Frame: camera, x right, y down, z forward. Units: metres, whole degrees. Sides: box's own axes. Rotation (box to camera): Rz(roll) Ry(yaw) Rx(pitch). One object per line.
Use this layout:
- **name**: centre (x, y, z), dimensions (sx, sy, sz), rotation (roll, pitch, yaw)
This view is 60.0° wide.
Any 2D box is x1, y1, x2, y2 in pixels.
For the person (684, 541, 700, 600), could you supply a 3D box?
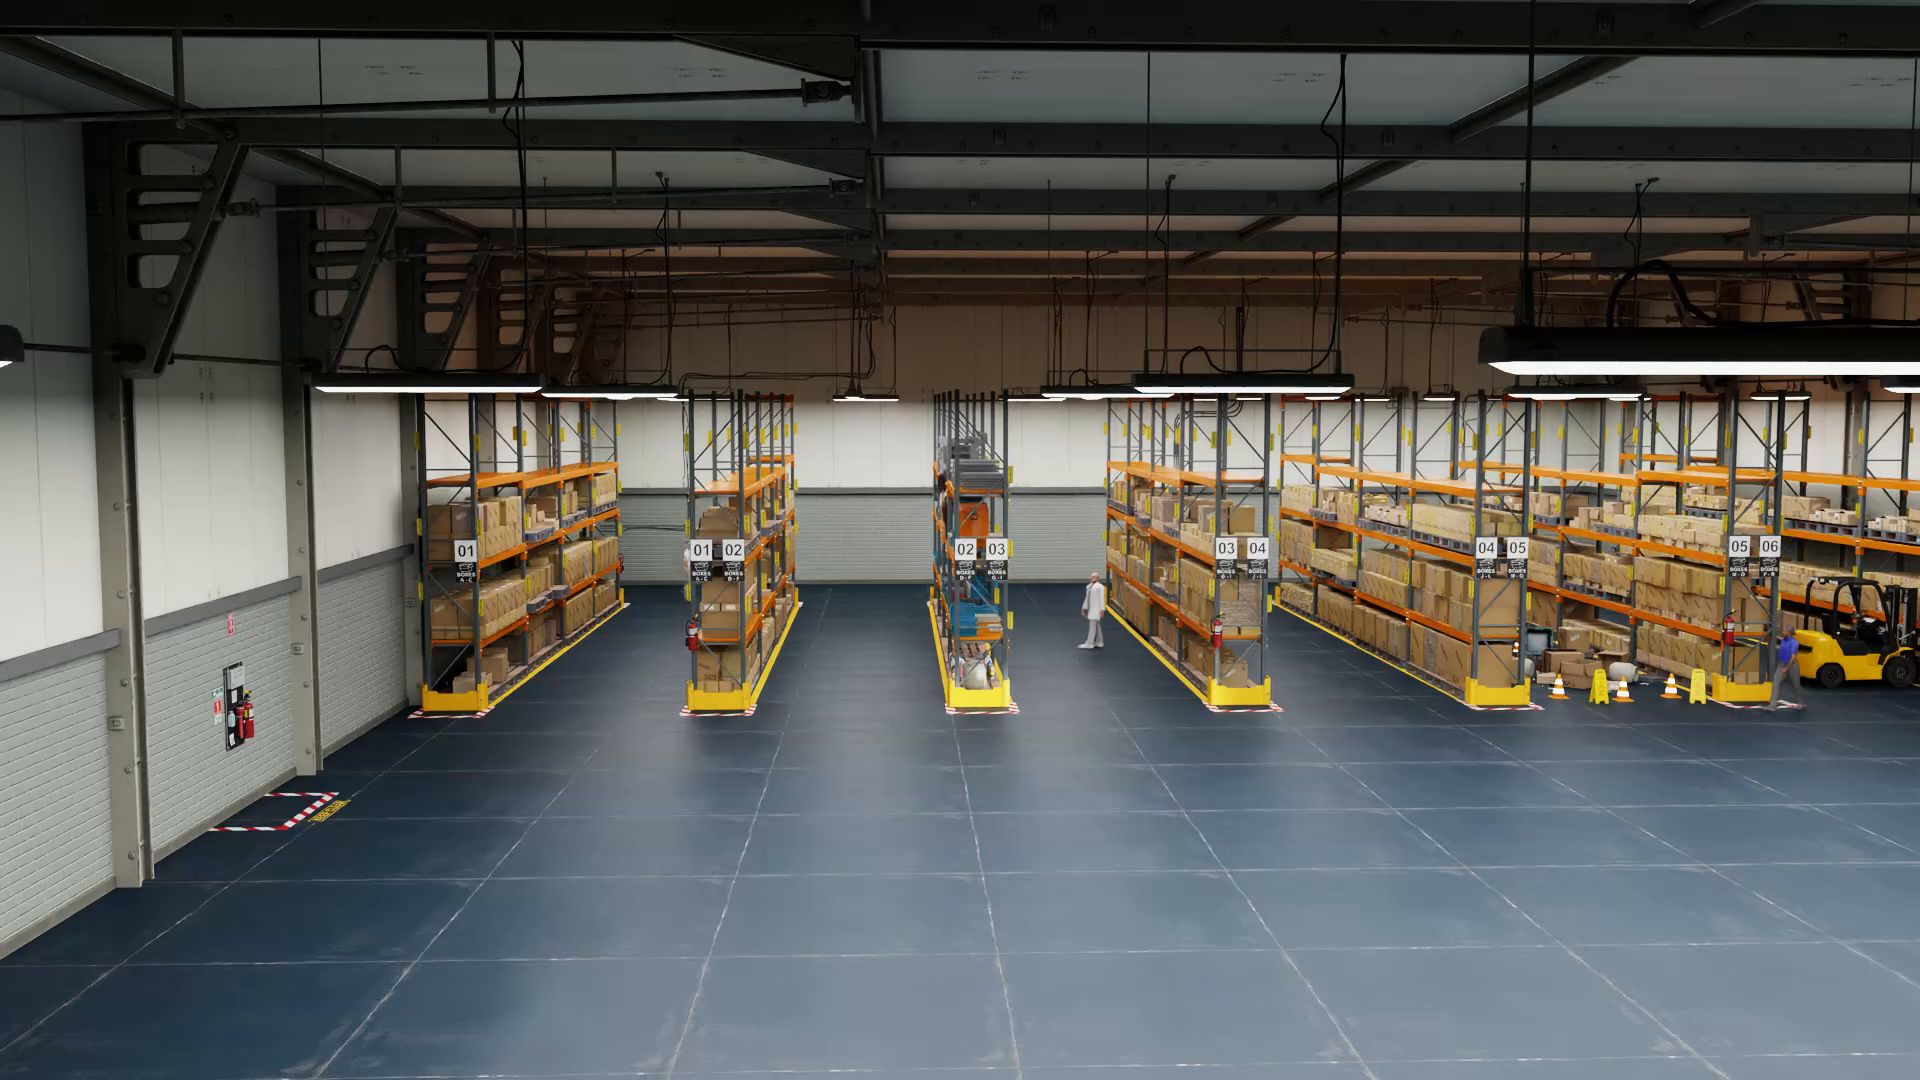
- **person**: centre (-7.809, 0.879, 48.470), dimensions (0.464, 1.774, 0.549), rotation (0, 5, -4)

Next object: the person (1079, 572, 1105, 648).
- **person**: centre (3.057, 1.646, 39.108), dimensions (0.688, 1.766, 0.593), rotation (-1, 5, -17)

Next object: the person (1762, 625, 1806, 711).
- **person**: centre (15.374, 2.382, 30.918), dimensions (0.981, 1.602, 0.399), rotation (-3, 6, -34)
